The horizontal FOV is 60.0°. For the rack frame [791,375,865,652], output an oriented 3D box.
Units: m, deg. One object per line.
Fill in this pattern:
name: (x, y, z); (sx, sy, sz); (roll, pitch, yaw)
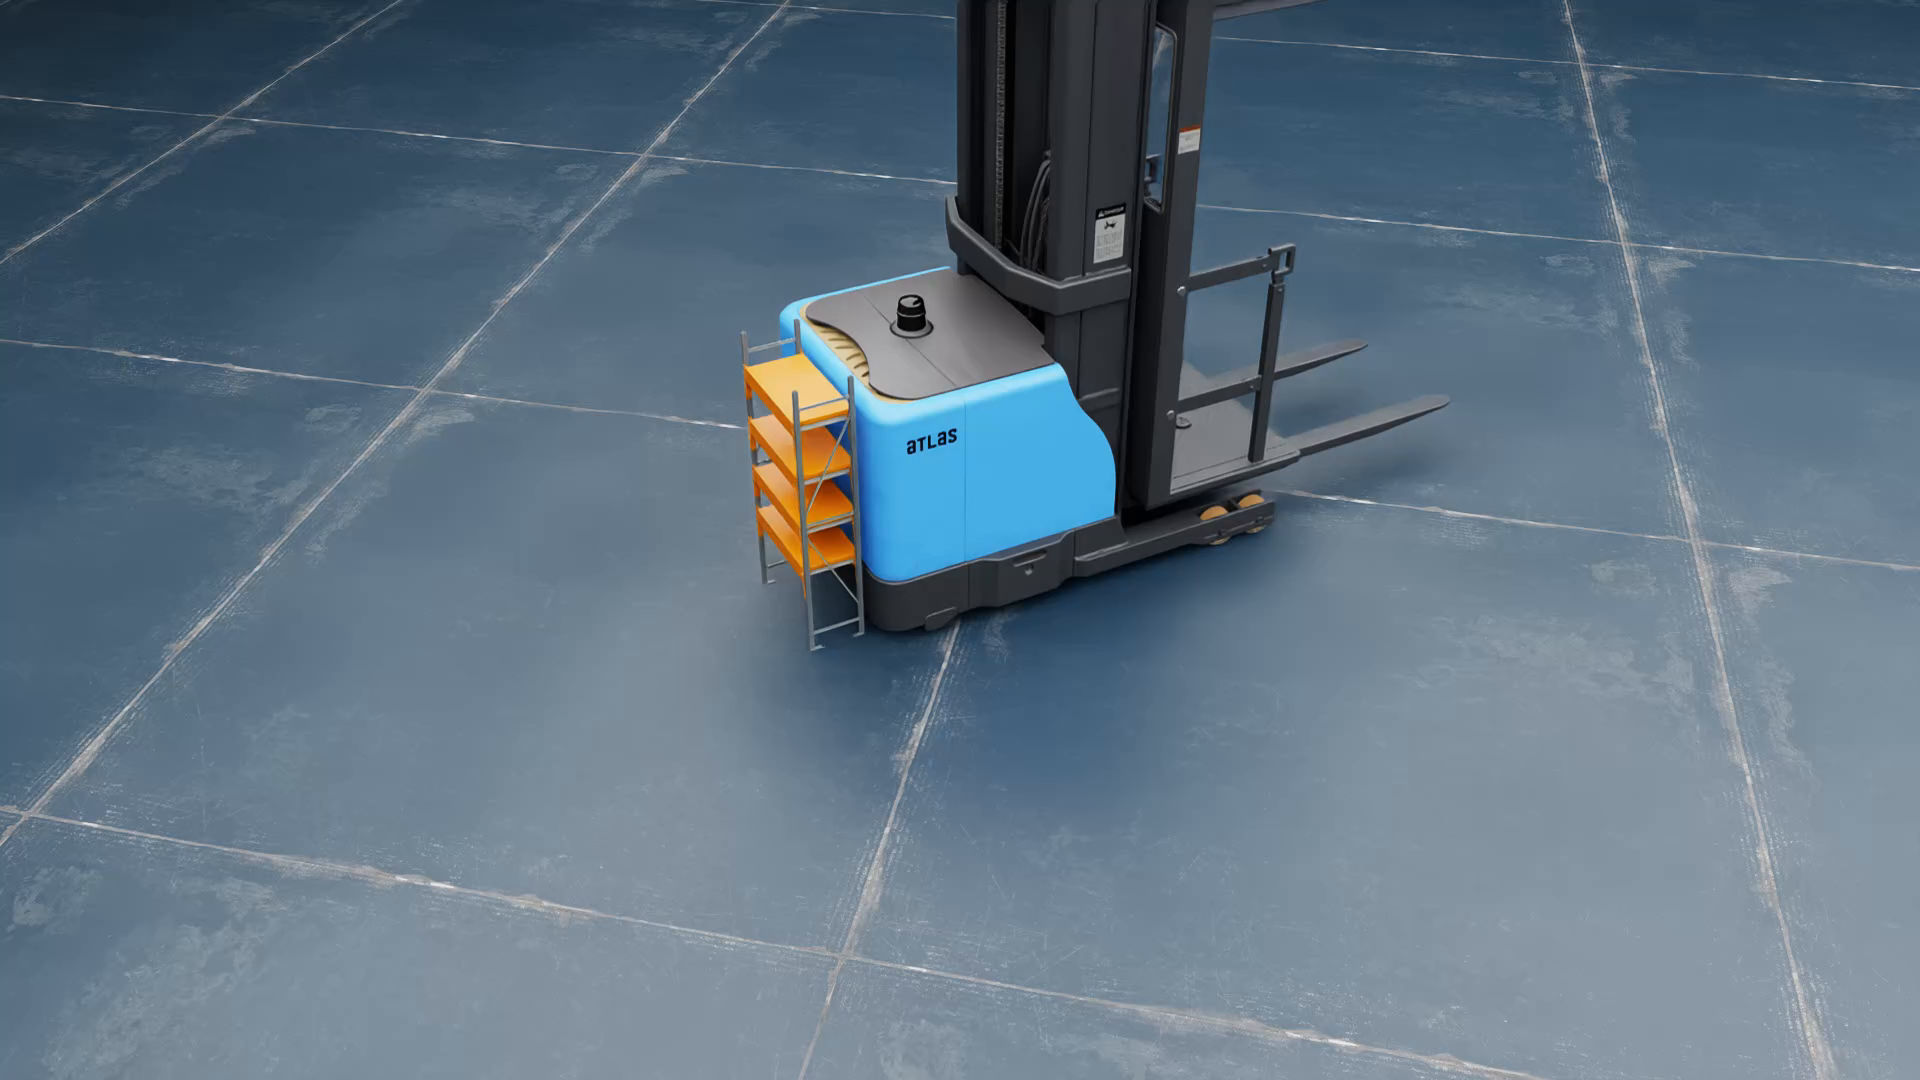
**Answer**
rack frame: (-0.494, -0.076, 6.333); (0.240, 1.200, 0.015); (-17, 39, -22)

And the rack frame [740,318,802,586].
rack frame: (-0.722, -0.329, 6.682); (0.240, 1.200, 0.015); (-17, 39, -22)

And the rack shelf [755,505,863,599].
rack shelf: (-0.608, 0.012, 6.664); (0.258, 0.148, 0.480); (-17, 39, -22)

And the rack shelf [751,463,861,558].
rack shelf: (-0.608, -0.148, 6.547); (0.258, 0.148, 0.480); (-17, 39, -22)

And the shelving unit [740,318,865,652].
shelving unit: (-0.608, -0.203, 6.508); (0.258, 1.200, 0.503); (-17, 39, -22)

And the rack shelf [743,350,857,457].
rack shelf: (-0.608, -0.521, 6.277); (0.258, 0.148, 0.480); (-17, 39, -22)

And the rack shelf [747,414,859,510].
rack shelf: (-0.608, -0.330, 6.416); (0.258, 0.148, 0.480); (-17, 39, -22)

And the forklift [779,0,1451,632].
forklift: (0.802, -1.423, 6.716); (3.031, 2.935, 1.130); (-17, 39, -22)
